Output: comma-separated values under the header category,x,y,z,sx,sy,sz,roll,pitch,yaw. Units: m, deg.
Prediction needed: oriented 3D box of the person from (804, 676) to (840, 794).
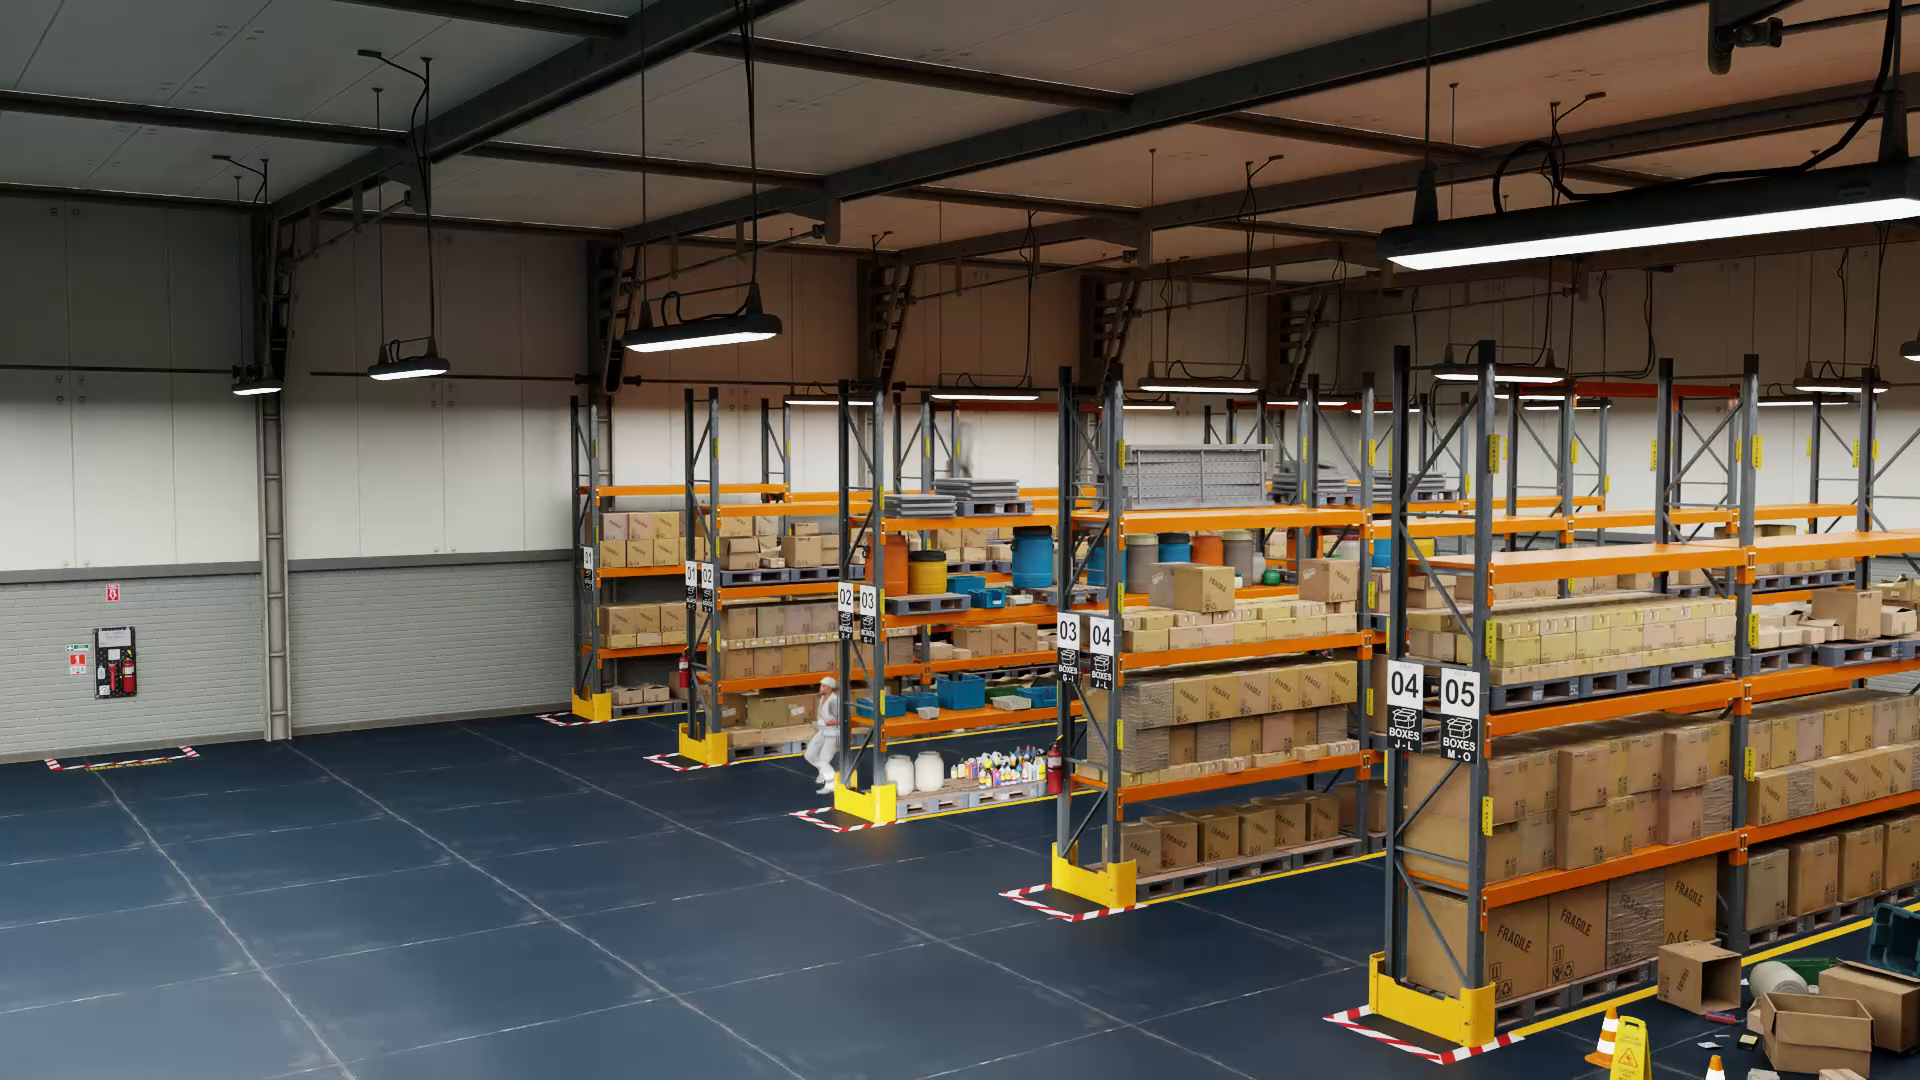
category,x,y,z,sx,sy,sz,roll,pitch,yaw
person,-1.956,2.850,24.269,0.572,1.737,0.785,-3,5,-43
